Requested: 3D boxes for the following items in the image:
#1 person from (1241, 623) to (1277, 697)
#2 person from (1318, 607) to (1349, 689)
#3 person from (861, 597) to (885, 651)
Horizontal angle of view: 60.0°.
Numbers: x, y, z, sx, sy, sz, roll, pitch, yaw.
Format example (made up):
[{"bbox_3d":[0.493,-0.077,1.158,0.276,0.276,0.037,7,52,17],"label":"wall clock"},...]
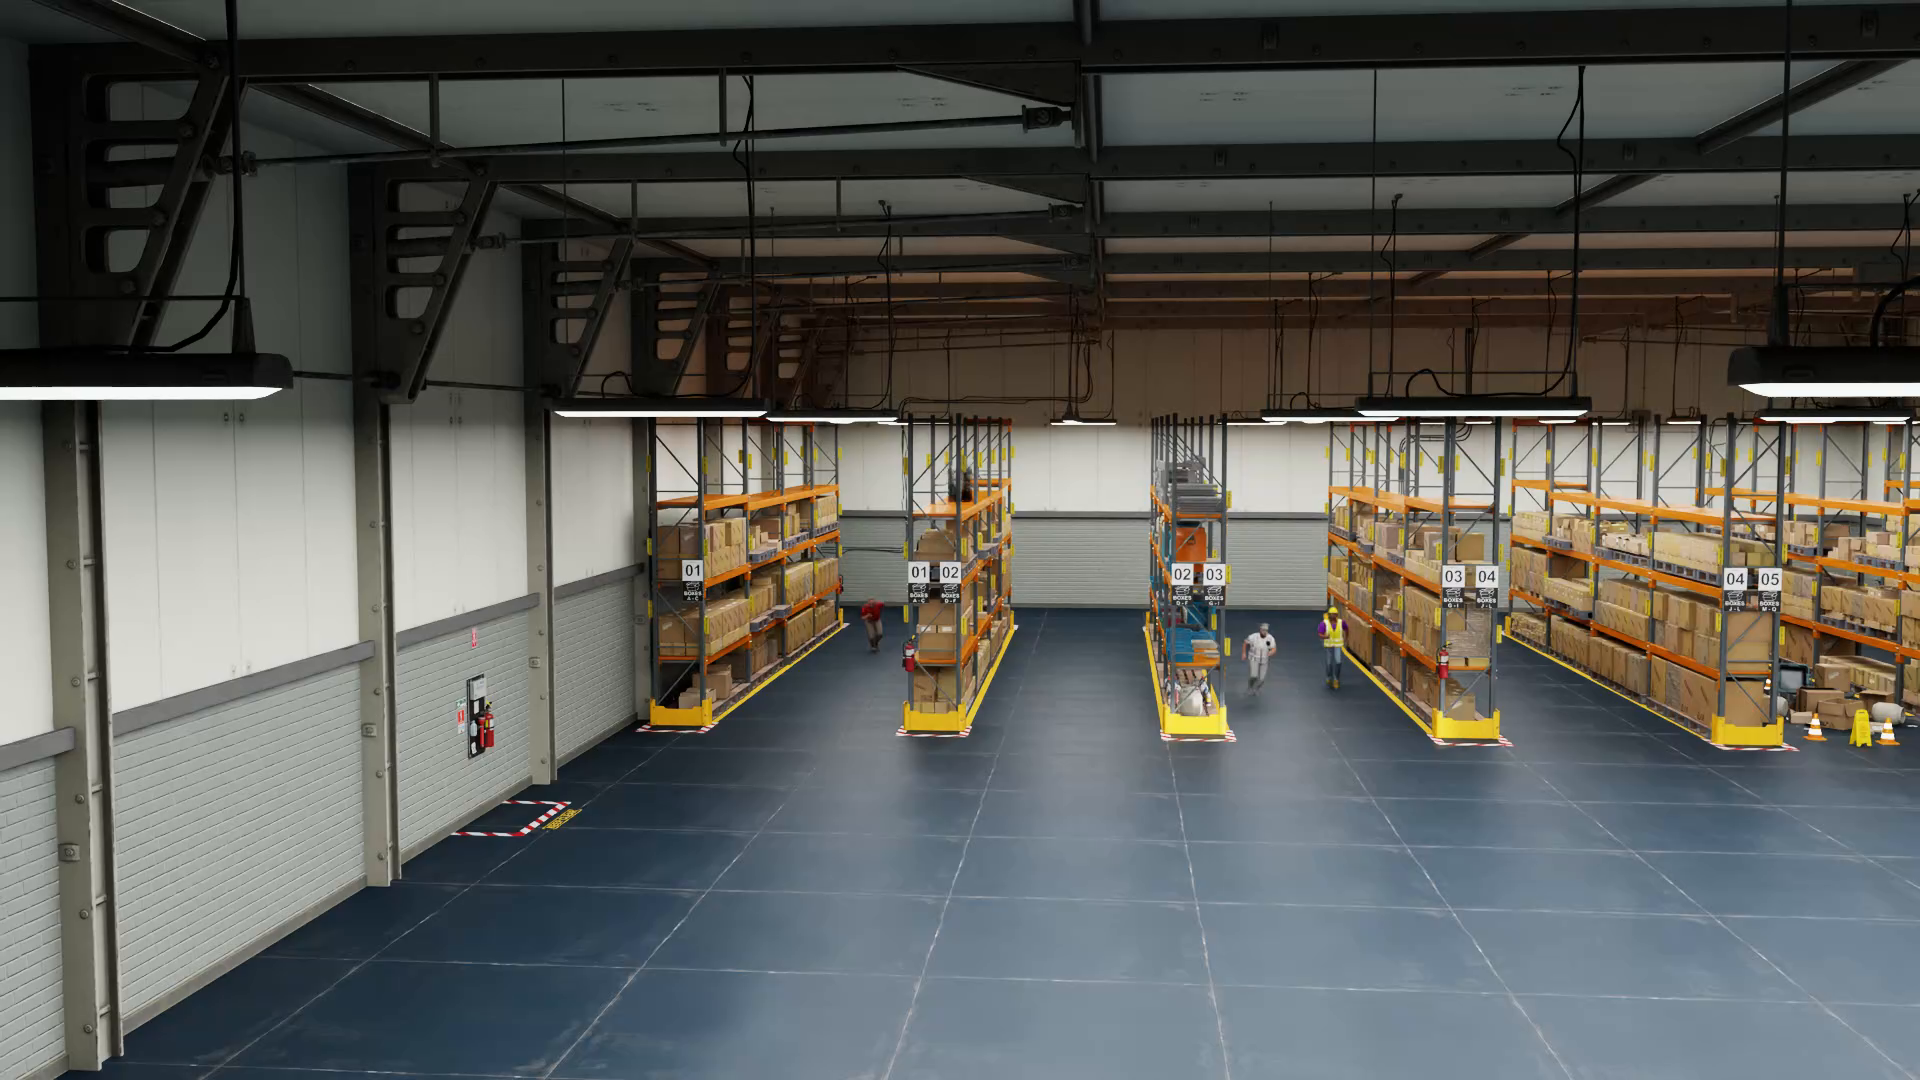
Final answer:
[{"bbox_3d":[6.340,2.540,35.165,0.655,1.624,0.908,0,4,-7],"label":"person"},{"bbox_3d":[8.225,2.381,36.635,0.685,1.811,0.823,1,4,9],"label":"person"},{"bbox_3d":[-2.210,2.153,42.422,0.679,1.444,1.021,-1,4,-11],"label":"person"}]
